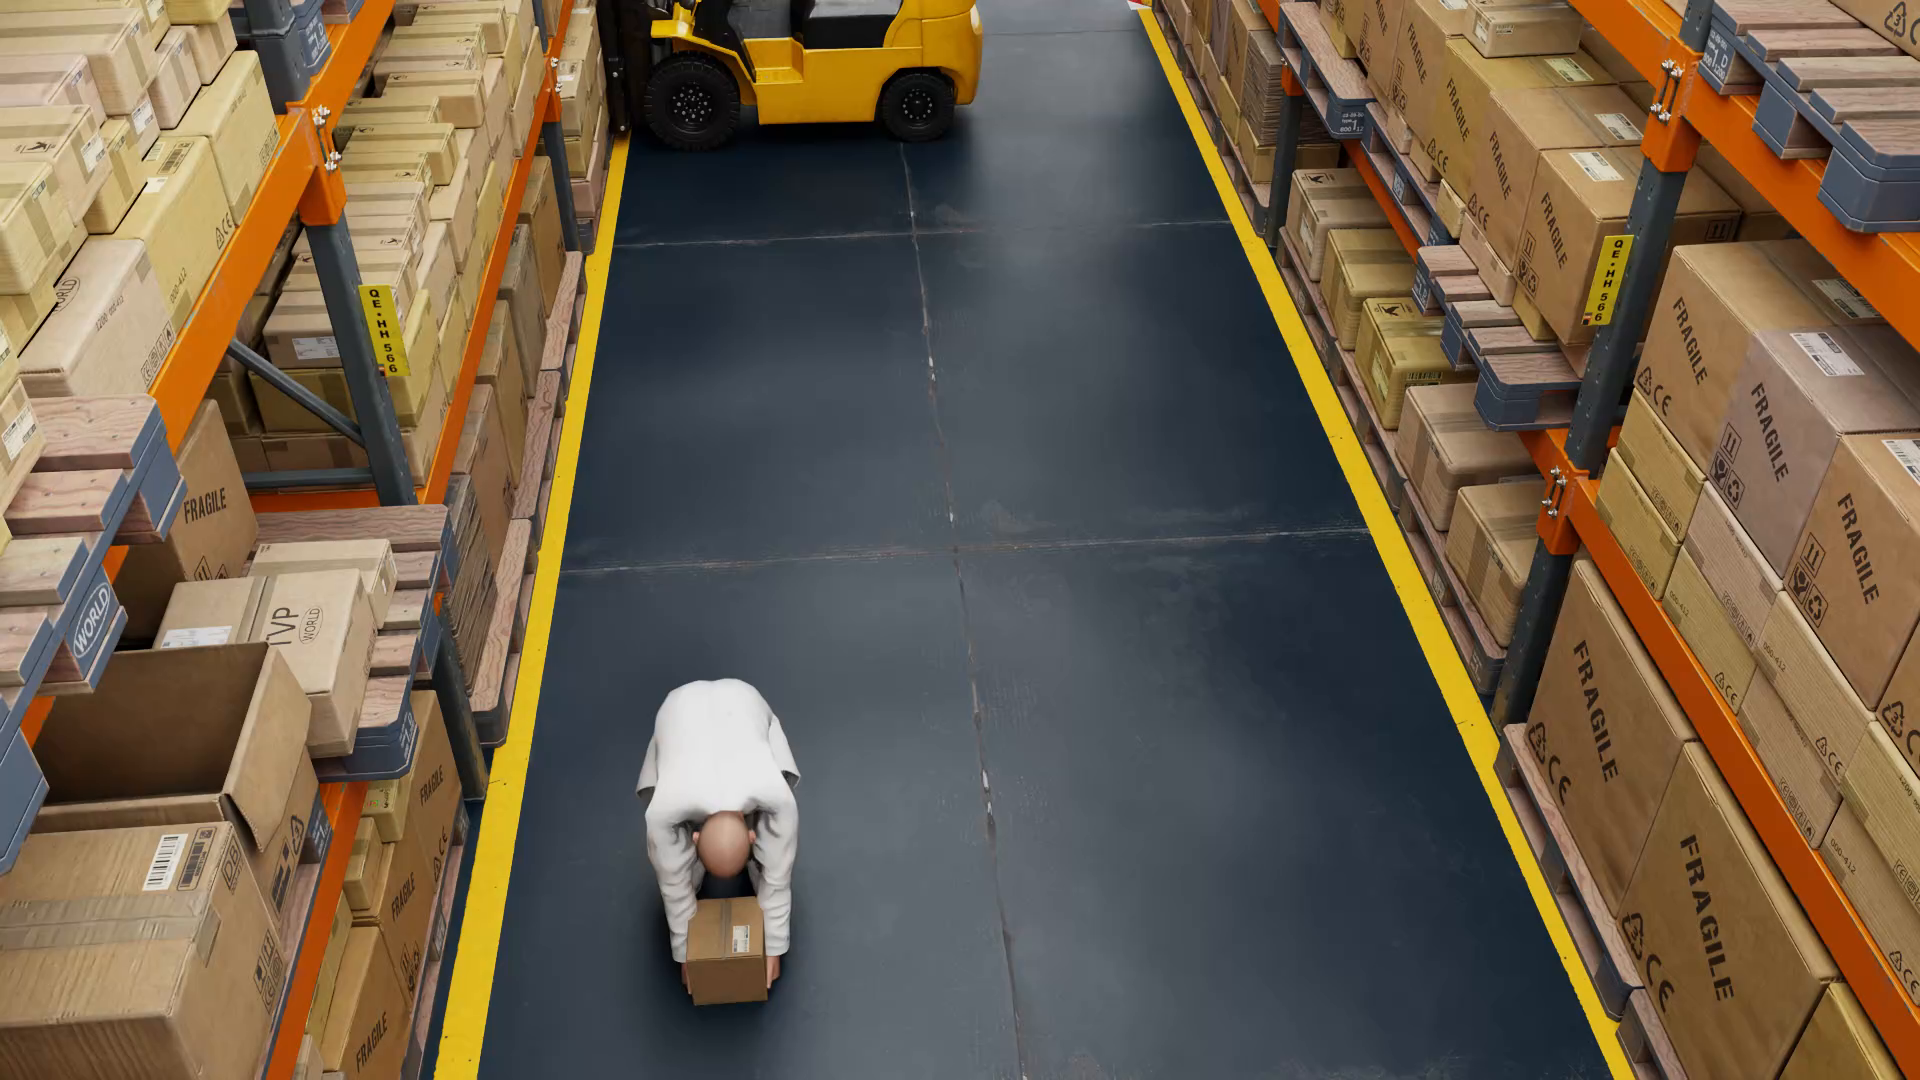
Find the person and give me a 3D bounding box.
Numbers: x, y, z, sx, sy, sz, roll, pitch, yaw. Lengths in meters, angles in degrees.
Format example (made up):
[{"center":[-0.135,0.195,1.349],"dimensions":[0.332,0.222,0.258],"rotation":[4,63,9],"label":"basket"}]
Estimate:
[{"center":[-0.830,0.970,5.753],"dimensions":[0.572,0.816,0.941],"rotation":[-3,39,-4],"label":"person"}]
